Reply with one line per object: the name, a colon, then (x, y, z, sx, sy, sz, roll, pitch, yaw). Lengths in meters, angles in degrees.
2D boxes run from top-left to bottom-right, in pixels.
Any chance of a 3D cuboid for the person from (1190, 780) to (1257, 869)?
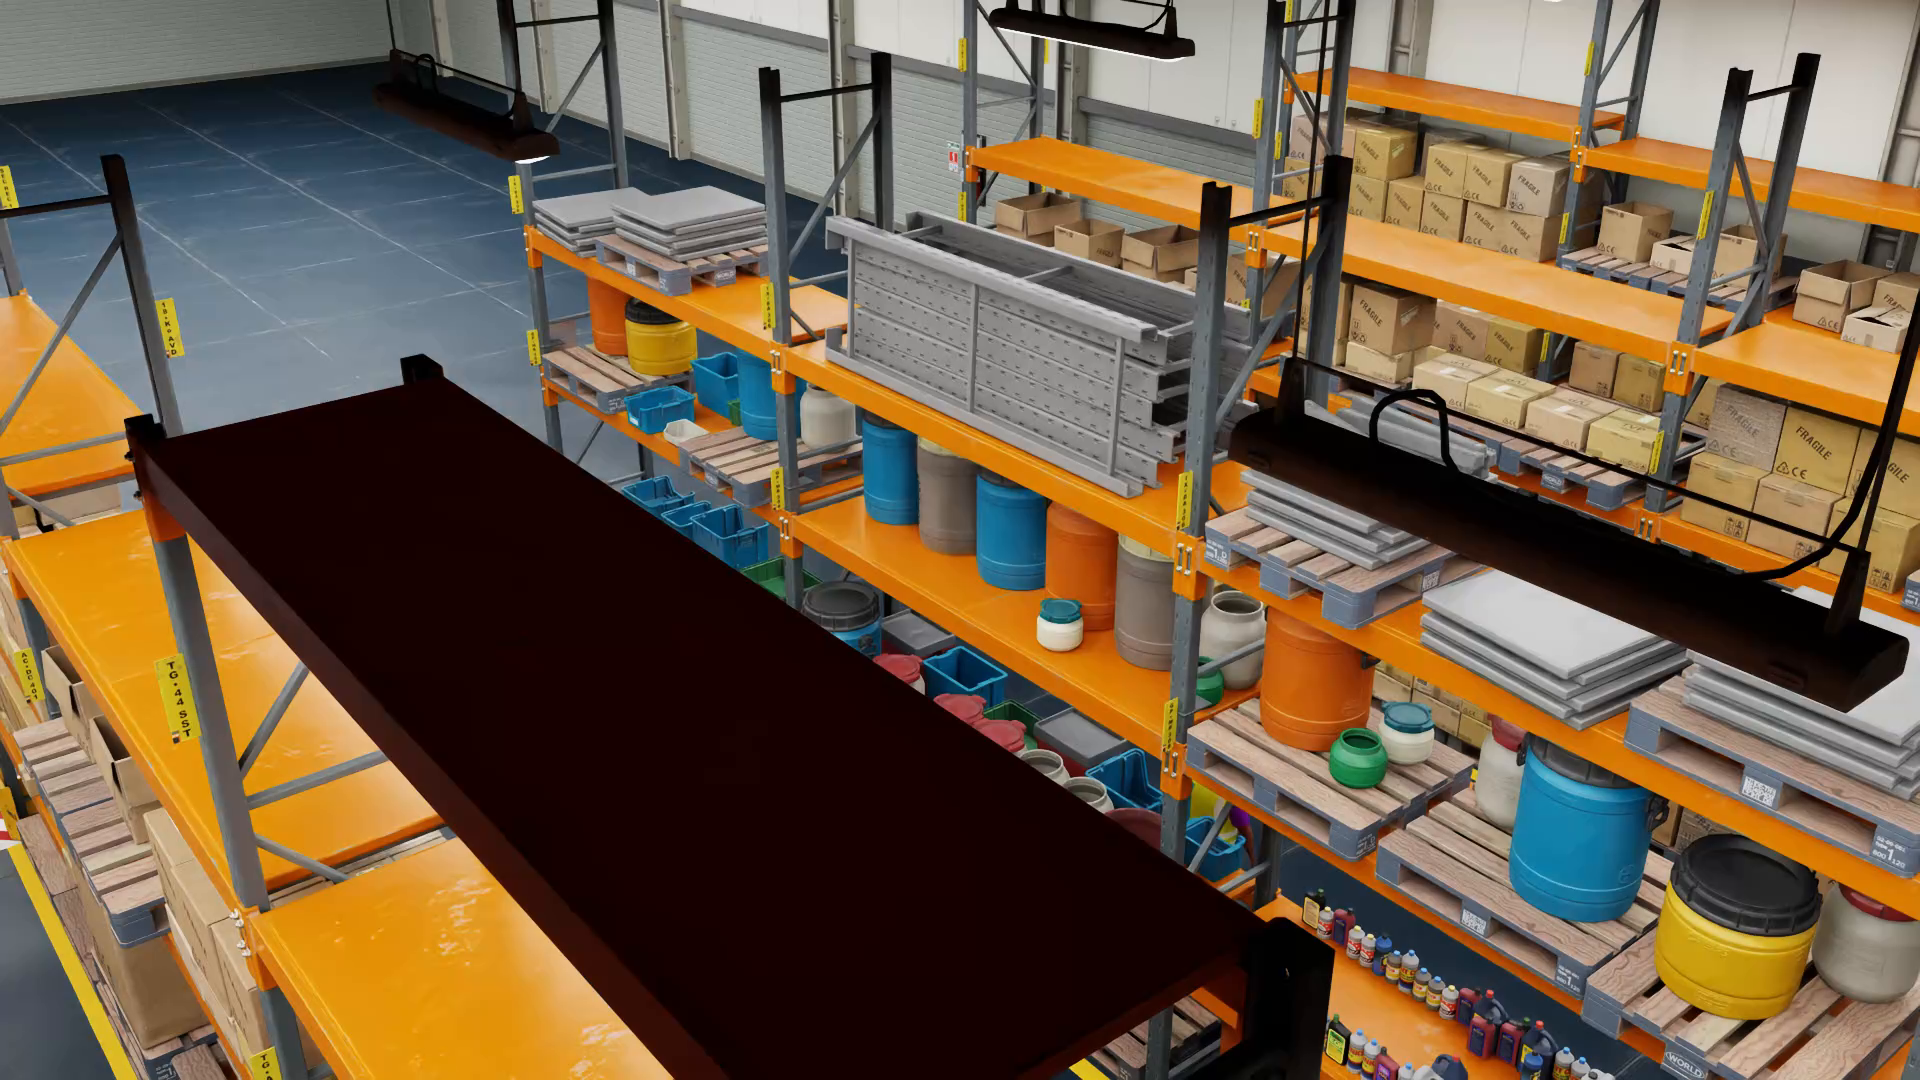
person: (1.807, 2.150, 11.818, 0.559, 1.783, 0.606, -20, 32, -35)
